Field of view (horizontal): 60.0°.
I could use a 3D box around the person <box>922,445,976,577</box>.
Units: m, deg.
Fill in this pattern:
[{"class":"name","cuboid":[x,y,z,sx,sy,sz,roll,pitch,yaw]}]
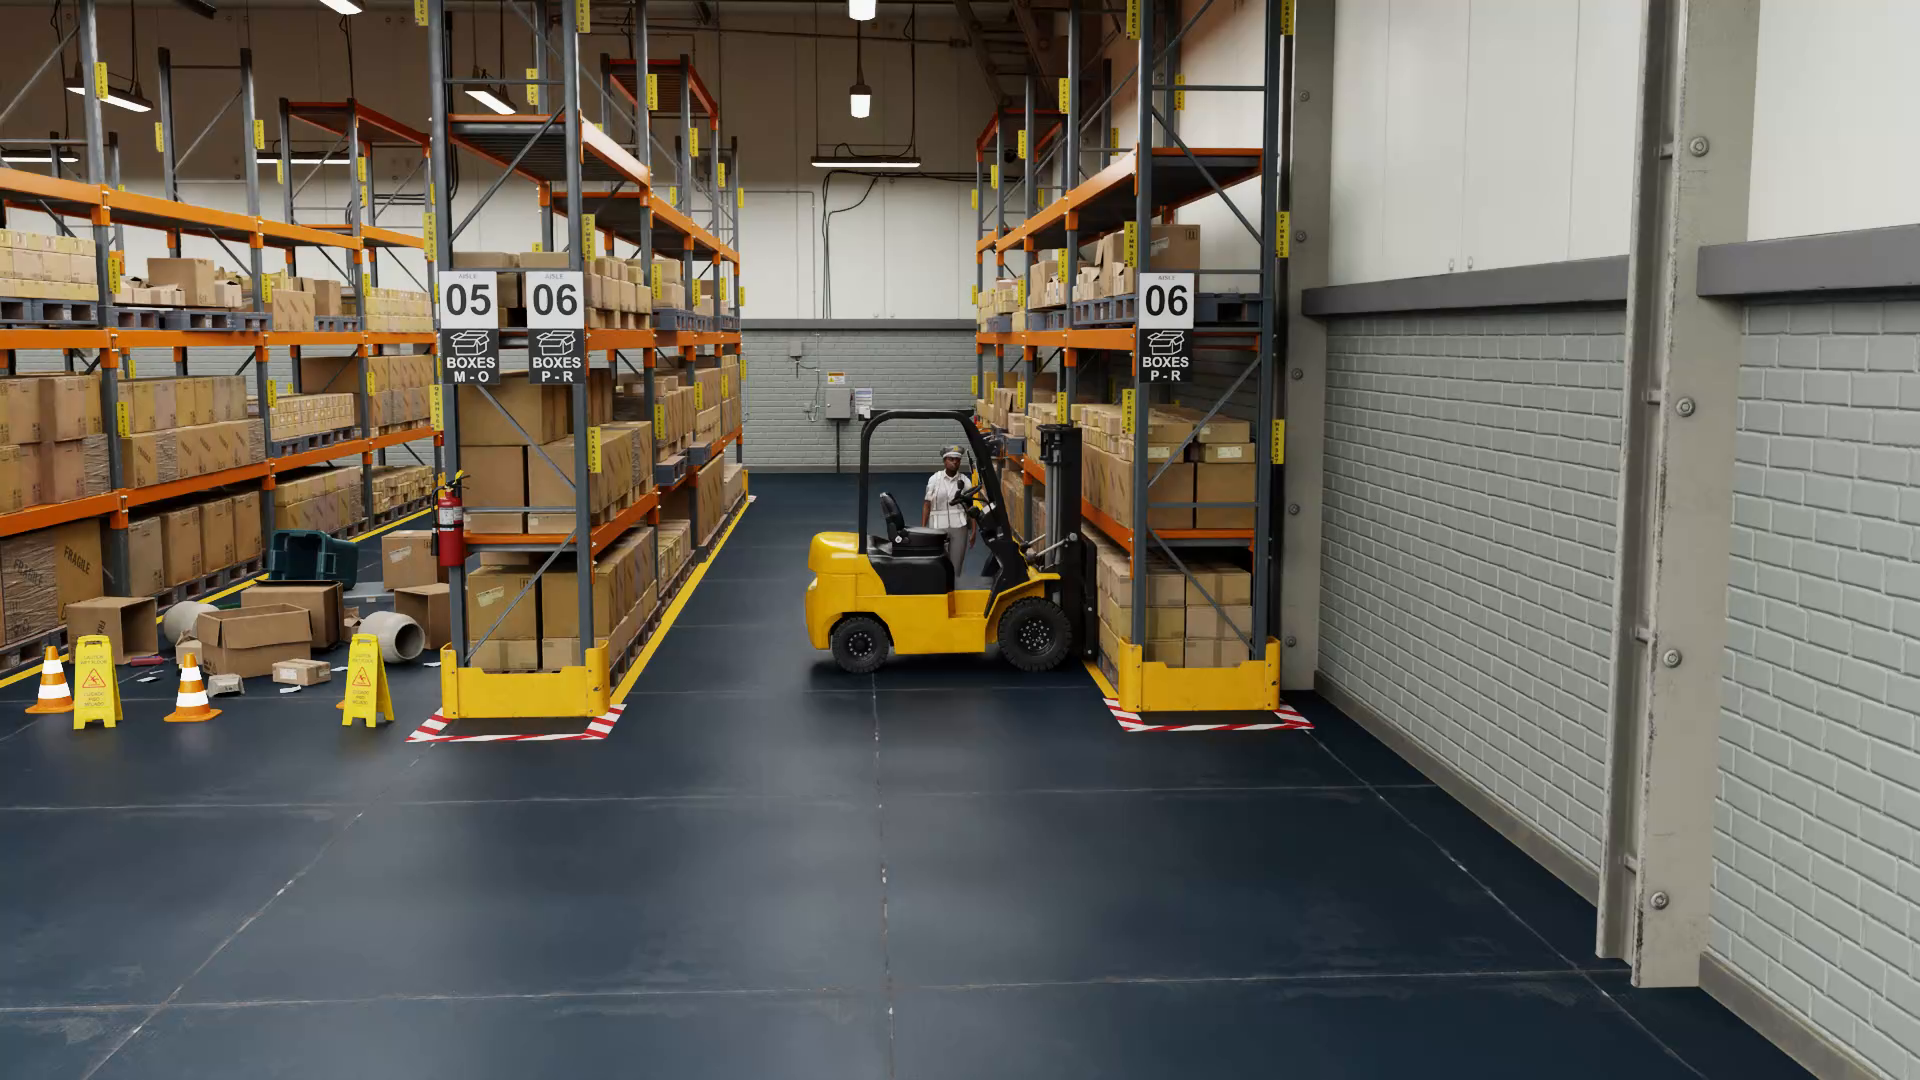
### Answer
[{"class":"person","cuboid":[-0.120,-0.072,16.125,0.570,1.696,0.529,0,7,-4]}]
